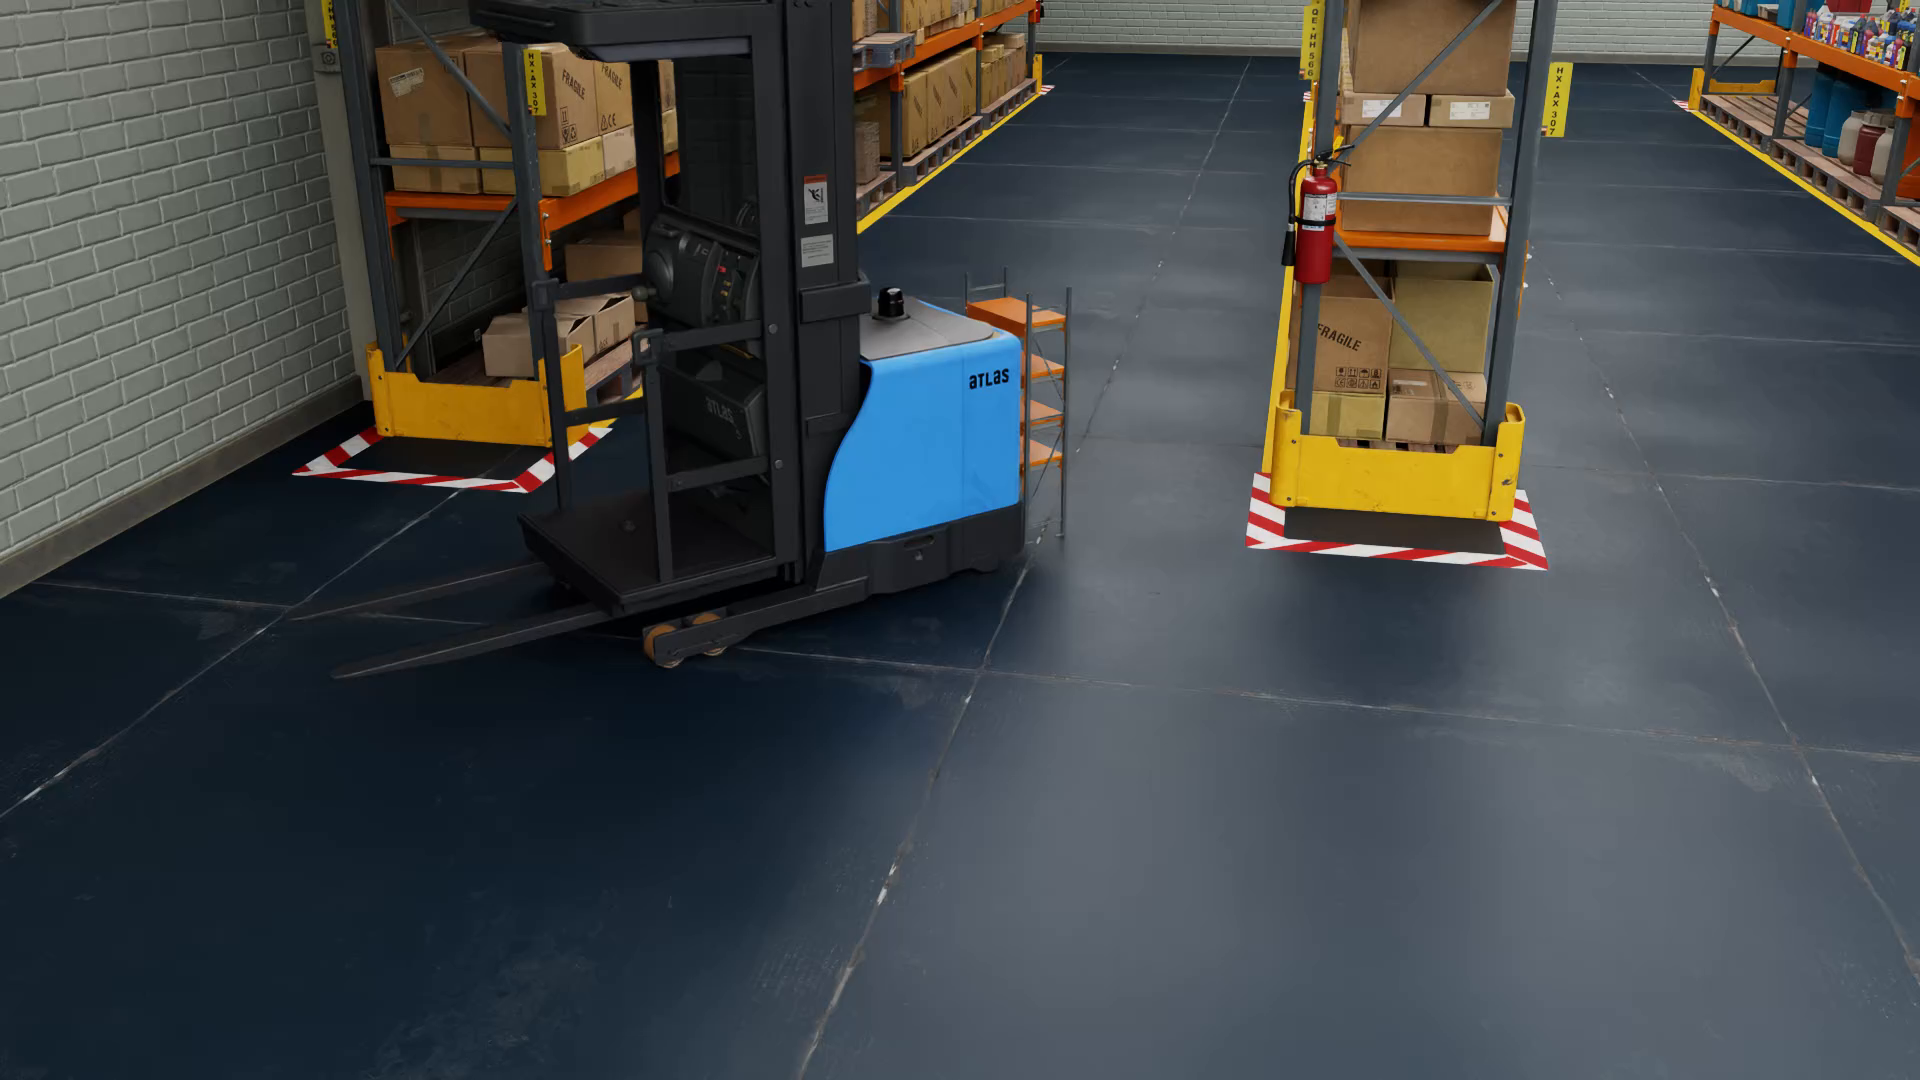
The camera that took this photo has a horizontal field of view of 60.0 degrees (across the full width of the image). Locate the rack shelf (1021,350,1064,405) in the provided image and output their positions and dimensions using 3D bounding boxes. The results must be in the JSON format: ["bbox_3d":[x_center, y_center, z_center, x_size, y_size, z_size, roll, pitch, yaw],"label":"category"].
[{"bbox_3d":[0.264,-0.778,7.761,0.258,0.148,0.480,-14,26,-31],"label":"rack shelf"}]

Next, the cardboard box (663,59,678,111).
[{"bbox_3d":[-1.991,-2.967,10.374,0.500,0.500,0.500,5,23,13],"label":"cardboard box"}]

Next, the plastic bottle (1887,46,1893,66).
[{"bbox_3d":[8.386,-4.353,14.913,0.097,0.201,0.097,0,22,0],"label":"plastic bottle"}]

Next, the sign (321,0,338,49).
[{"bbox_3d":[-3.238,-2.702,8.576,0.100,0.325,0.005,4,22,11],"label":"sign"}]

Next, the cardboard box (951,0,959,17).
[{"bbox_3d":[-0.303,-5.993,18.160,0.500,0.500,0.500,4,22,11],"label":"cardboard box"}]

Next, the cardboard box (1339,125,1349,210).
[{"bbox_3d":[2.362,-2.001,8.674,0.700,0.500,0.500,5,22,12],"label":"cardboard box"}]

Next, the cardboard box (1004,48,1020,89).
[{"bbox_3d":[0.419,-6.409,22.536,0.700,0.500,0.500,4,22,11],"label":"cardboard box"}]

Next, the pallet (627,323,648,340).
[{"bbox_3d":[-2.232,-1.443,11.153,1.003,0.211,1.213,4,22,11],"label":"pallet"}]

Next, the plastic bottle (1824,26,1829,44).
[{"bbox_3d":[8.816,-5.125,16.829,0.097,0.201,0.097,0,22,0],"label":"plastic bottle"}]

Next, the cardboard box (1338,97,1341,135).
[{"bbox_3d":[2.883,-2.939,11.003,0.700,0.500,0.500,4,22,10],"label":"cardboard box"}]

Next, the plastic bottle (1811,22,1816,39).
[{"bbox_3d":[8.923,-5.316,17.305,0.097,0.201,0.097,0,22,0],"label":"plastic bottle"}]

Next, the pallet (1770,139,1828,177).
[{"bbox_3d":[9.250,-4.030,17.578,1.003,0.211,1.213,4,22,11],"label":"pallet"}]

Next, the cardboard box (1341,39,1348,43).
[{"bbox_3d":[2.569,-3.037,10.378,0.380,0.149,0.250,4,22,10],"label":"cardboard box"}]

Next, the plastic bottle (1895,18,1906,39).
[{"bbox_3d":[9.381,-5.059,16.571,0.097,0.271,0.097,0,22,0],"label":"plastic bottle"}]

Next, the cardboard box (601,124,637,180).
[{"bbox_3d":[-2.196,-2.254,9.609,0.500,0.250,0.500,4,22,9],"label":"cardboard box"}]

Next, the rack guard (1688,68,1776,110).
[{"bbox_3d":[10.257,-5.916,21.873,1.175,0.500,0.348,4,22,11],"label":"rack guard"}]

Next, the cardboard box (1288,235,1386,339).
[{"bbox_3d":[2.159,-1.446,9.543,0.500,0.500,0.500,4,22,11],"label":"cardboard box"}]

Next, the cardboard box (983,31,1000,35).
[{"bbox_3d":[0.351,-6.954,23.021,0.380,0.149,0.250,5,22,11],"label":"cardboard box"}]

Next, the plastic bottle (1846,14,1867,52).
[{"bbox_3d":[8.669,-4.887,16.038,0.144,0.351,0.185,4,22,11],"label":"plastic bottle"}]

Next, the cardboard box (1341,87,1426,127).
[{"bbox_3d":[2.043,-2.094,8.037,0.380,0.149,0.250,4,22,10],"label":"cardboard box"}]

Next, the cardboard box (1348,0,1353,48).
[{"bbox_3d":[2.679,-3.173,9.847,0.700,0.500,0.500,4,22,11],"label":"cardboard box"}]

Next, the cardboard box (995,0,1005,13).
[{"bbox_3d":[0.031,-6.961,20.720,0.980,0.700,0.700,4,22,10],"label":"cardboard box"}]

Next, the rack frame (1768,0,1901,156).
[{"bbox_3d":[9.448,-5.603,17.749,1.000,3.000,0.127,4,22,11],"label":"rack frame"}]

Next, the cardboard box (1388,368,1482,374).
[{"bbox_3d":[2.577,-0.875,9.128,0.500,0.250,0.500,4,22,11],"label":"cardboard box"}]

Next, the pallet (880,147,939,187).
[{"bbox_3d":[-0.832,-3.884,17.215,1.003,0.211,1.213,4,22,11],"label":"pallet"}]

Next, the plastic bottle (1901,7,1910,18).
[{"bbox_3d":[9.581,-5.219,16.862,0.144,0.351,0.185,4,22,11],"label":"plastic bottle"}]

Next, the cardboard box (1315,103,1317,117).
[{"bbox_3d":[3.952,-4.305,17.284,0.500,0.500,0.500,4,22,9],"label":"cardboard box"}]

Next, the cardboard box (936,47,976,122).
[{"bbox_3d":[-0.256,-5.308,19.333,0.750,0.750,0.750,5,22,12],"label":"cardboard box"}]

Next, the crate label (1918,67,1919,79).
[{"bbox_3d":[8.179,-3.937,13.837,0.303,0.233,0.416,4,22,11],"label":"crate label"}]

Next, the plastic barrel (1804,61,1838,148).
[{"bbox_3d":[9.321,-4.626,17.572,0.600,0.901,0.708,4,22,11],"label":"plastic barrel"}]

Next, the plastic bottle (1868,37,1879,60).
[{"bbox_3d":[8.505,-4.567,15.444,0.097,0.201,0.097,0,22,0],"label":"plastic bottle"}]

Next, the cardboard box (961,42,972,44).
[{"bbox_3d":[0.042,-6.398,21.640,0.380,0.149,0.250,4,22,10],"label":"cardboard box"}]

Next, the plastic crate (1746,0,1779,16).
[{"bbox_3d":[9.562,-6.359,19.772,0.416,0.233,0.300,4,22,11],"label":"plastic crate"}]

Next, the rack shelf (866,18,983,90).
[{"bbox_3d":[-0.658,-5.293,17.943,1.077,0.370,4.000,4,22,11],"label":"rack shelf"}]

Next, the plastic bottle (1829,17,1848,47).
[{"bbox_3d":[8.792,-5.066,16.584,0.152,0.276,0.135,4,22,11],"label":"plastic bottle"}]

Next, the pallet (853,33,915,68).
[{"bbox_3d":[-1.108,-4.537,15.361,1.213,0.211,1.003,4,22,11],"label":"pallet"}]

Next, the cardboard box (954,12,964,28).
[{"bbox_3d":[-0.164,-5.819,18.596,0.380,0.149,0.250,4,22,11],"label":"cardboard box"}]

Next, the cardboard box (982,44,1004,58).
[{"bbox_3d":[0.358,-6.262,21.302,0.380,0.149,0.250,4,22,9],"label":"cardboard box"}]

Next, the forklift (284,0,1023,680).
[{"bbox_3d":[-1.219,-1.078,6.607,3.031,2.935,1.130,-15,26,-32],"label":"forklift"}]

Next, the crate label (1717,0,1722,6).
[{"bbox_3d":[9.892,-6.950,21.240,0.416,0.233,0.303,4,22,11],"label":"crate label"}]

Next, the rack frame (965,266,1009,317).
[{"bbox_3d":[0.129,-0.709,8.008,0.240,1.200,0.015,-14,26,-31],"label":"rack frame"}]

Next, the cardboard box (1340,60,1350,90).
[{"bbox_3d":[2.306,-2.568,9.213,0.380,0.149,0.250,5,22,12],"label":"cardboard box"}]

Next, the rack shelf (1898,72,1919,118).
[{"bbox_3d":[8.224,-3.075,12.435,1.077,0.370,4.000,4,22,11],"label":"rack shelf"}]

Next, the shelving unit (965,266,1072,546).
[{"bbox_3d":[0.264,-0.633,7.820,0.258,1.200,0.503,-14,26,-31],"label":"shelving unit"}]

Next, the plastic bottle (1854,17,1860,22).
[{"bbox_3d":[8.941,-5.055,16.555,0.152,0.276,0.135,4,22,11],"label":"plastic bottle"}]

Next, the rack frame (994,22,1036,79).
[{"bbox_3d":[0.566,-7.821,23.257,1.000,3.000,0.127,4,22,11],"label":"rack frame"}]

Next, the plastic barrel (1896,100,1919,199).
[{"bbox_3d":[8.715,-3.508,14.892,0.600,0.830,0.708,4,22,11],"label":"plastic barrel"}]

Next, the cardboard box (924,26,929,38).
[{"bbox_3d":[-0.537,-5.363,17.464,0.380,0.149,0.250,5,22,12],"label":"cardboard box"}]

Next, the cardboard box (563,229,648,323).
[{"bbox_3d":[-2.155,-1.733,10.898,0.700,0.500,0.500,3,22,8],"label":"cardboard box"}]

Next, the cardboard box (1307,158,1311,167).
[{"bbox_3d":[3.080,-2.962,13.560,0.500,0.311,0.500,4,22,10],"label":"cardboard box"}]
